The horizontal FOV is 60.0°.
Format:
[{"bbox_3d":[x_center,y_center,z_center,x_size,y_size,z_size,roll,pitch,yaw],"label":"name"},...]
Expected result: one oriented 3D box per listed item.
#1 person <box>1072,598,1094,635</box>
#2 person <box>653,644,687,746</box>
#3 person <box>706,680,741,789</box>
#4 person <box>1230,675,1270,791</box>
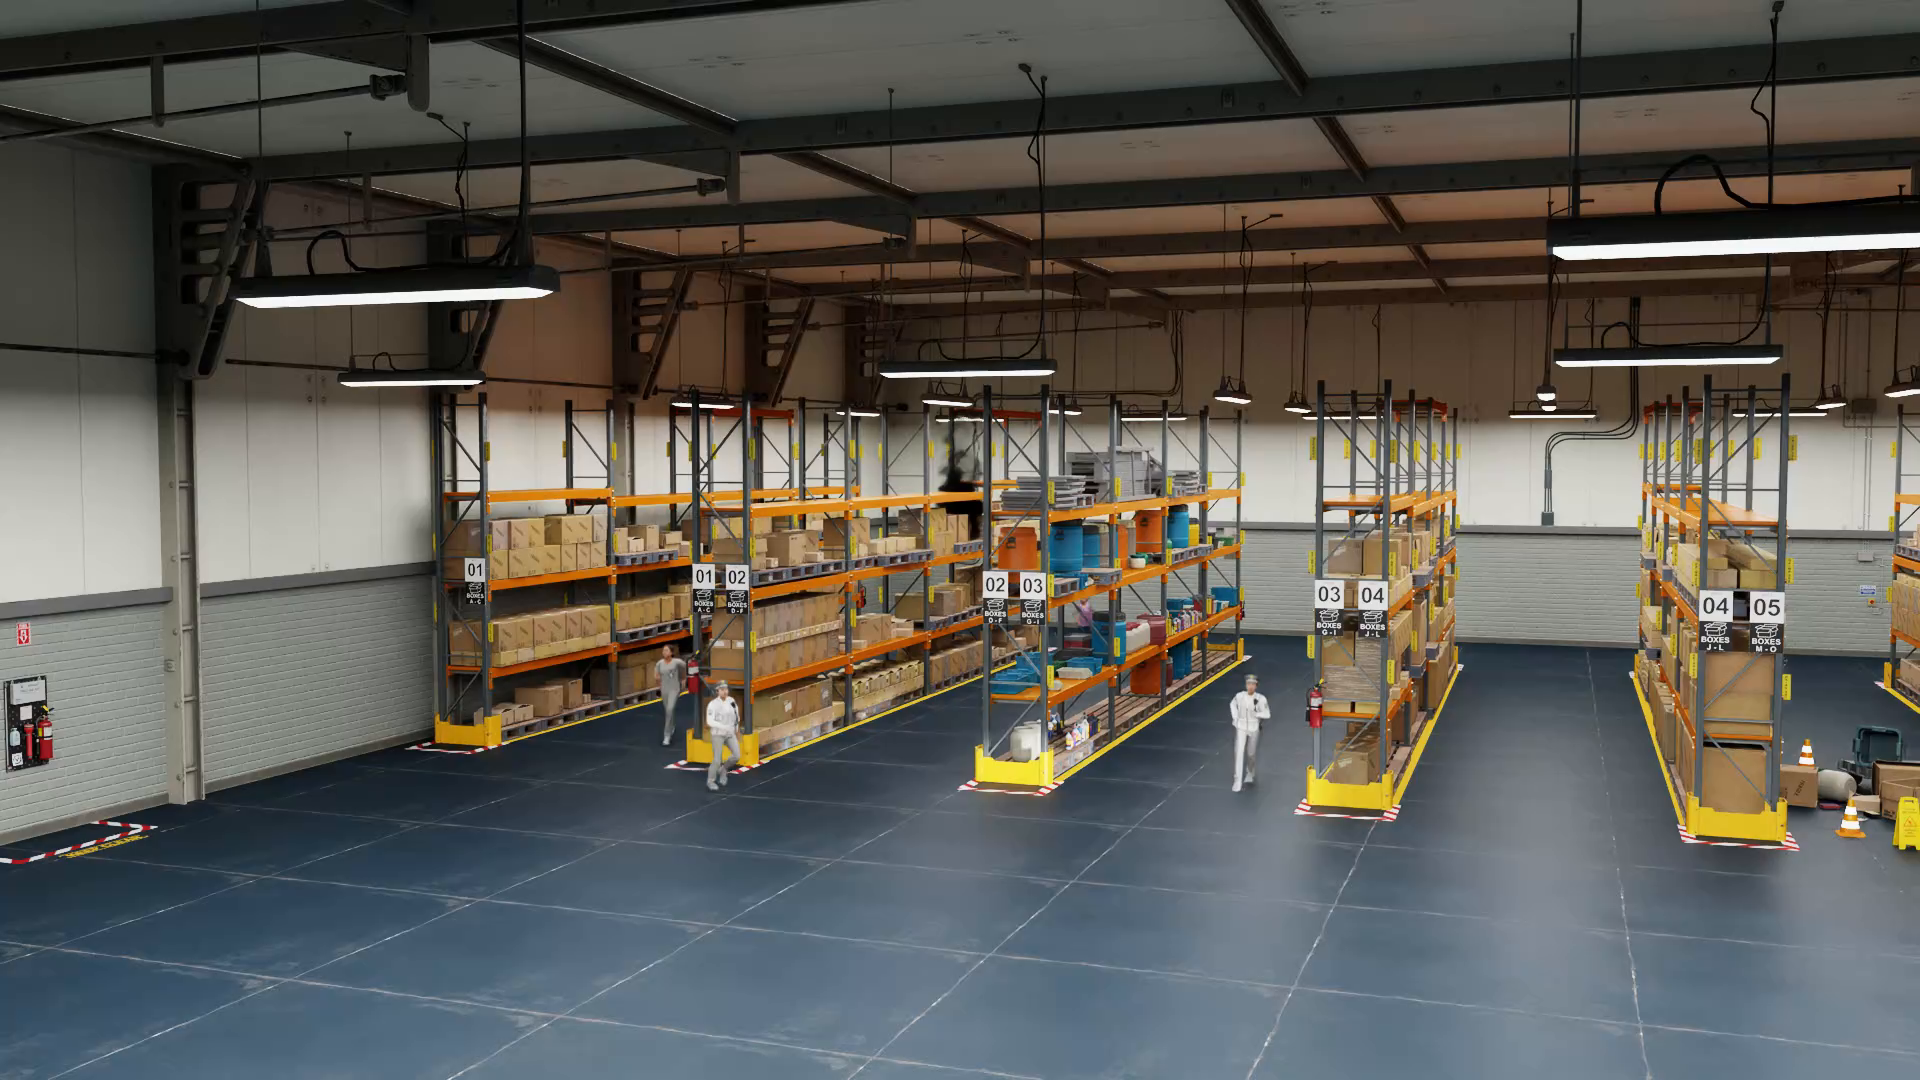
[{"bbox_3d":[3.015,2.083,40.257,0.548,1.550,0.561,0,3,-3],"label":"person"},{"bbox_3d":[-4.989,2.634,28.748,0.575,1.695,0.955,1,3,12],"label":"person"},{"bbox_3d":[-3.455,2.865,24.466,0.638,1.653,0.730,-2,4,-37],"label":"person"},{"bbox_3d":[4.265,2.803,24.508,0.609,1.666,0.945,1,3,15],"label":"person"}]
